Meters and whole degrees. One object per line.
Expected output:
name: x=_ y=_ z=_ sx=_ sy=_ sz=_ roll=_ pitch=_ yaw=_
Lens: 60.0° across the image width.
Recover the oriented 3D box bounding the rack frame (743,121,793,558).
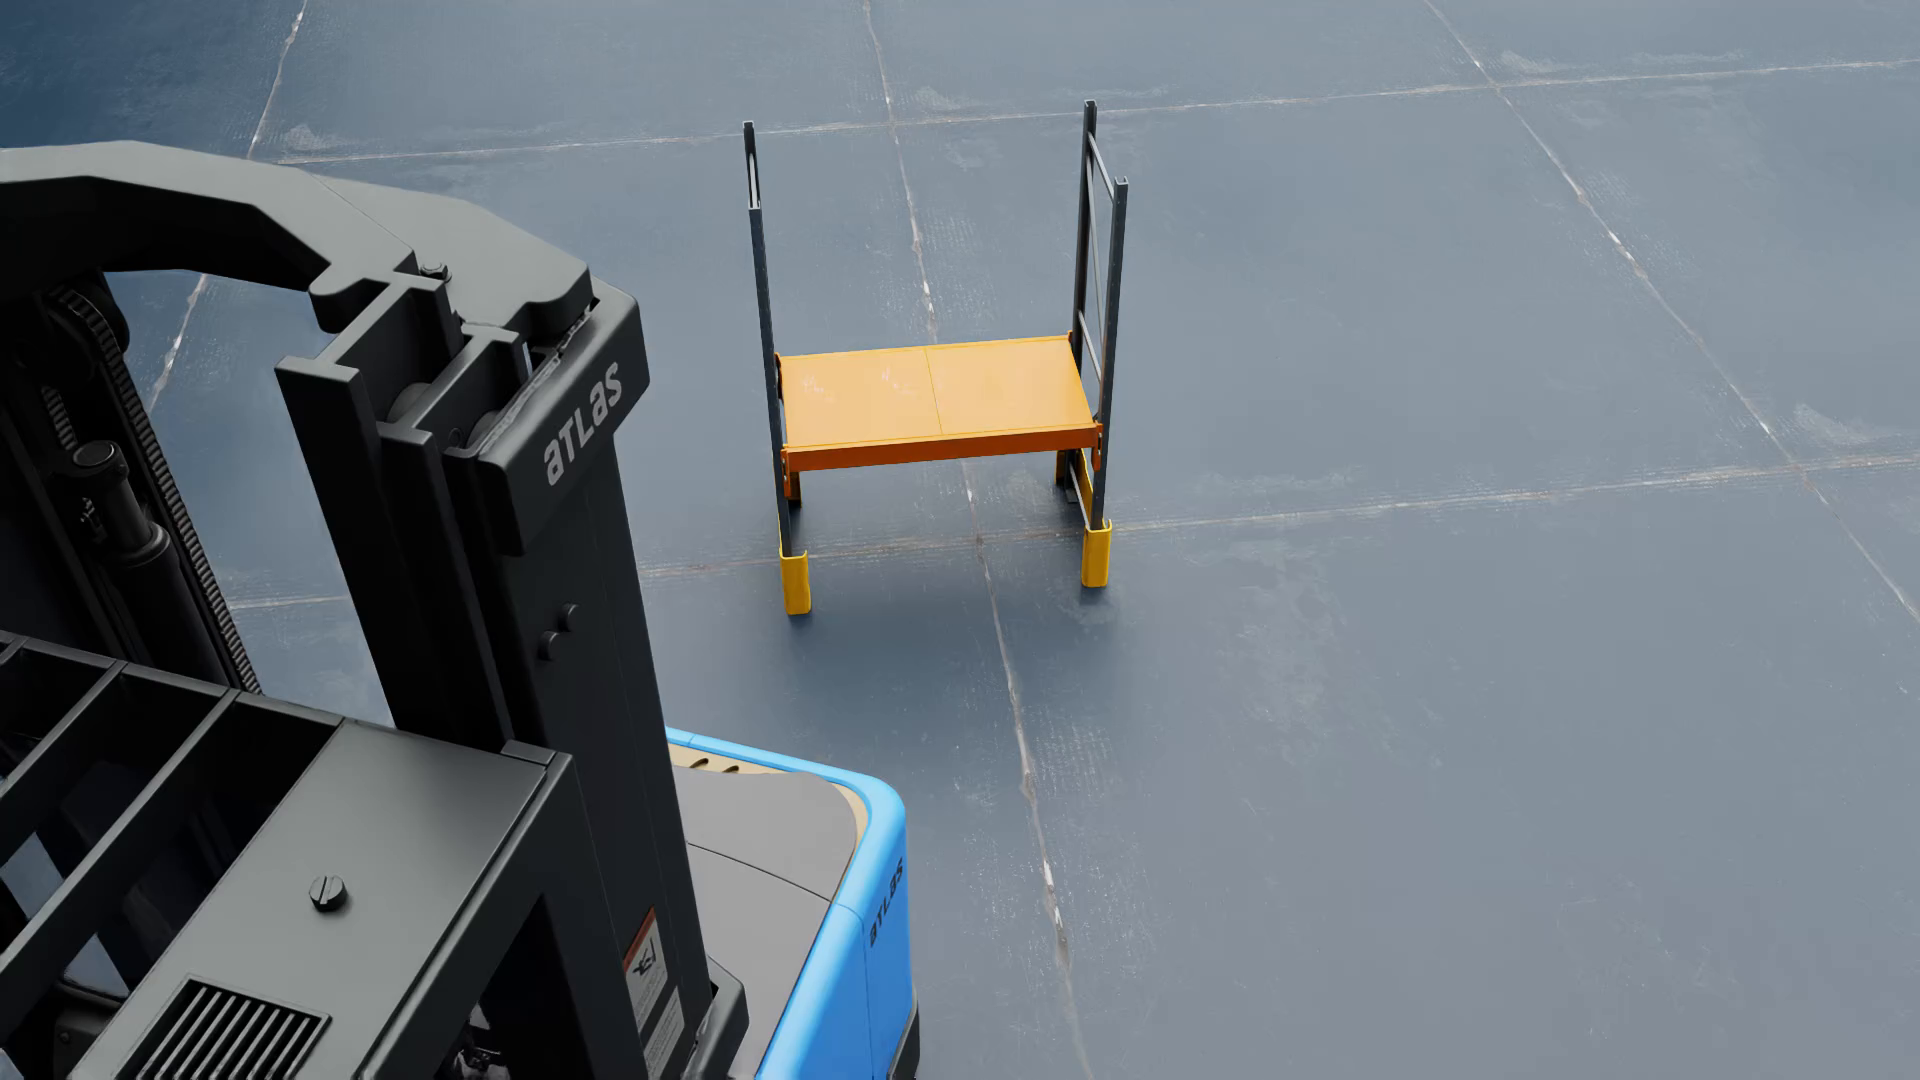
rack frame: x=-0.589 y=-0.505 z=5.191 sx=0.032 sy=1.500 sz=0.500 roll=-5 pitch=42 yaw=-6

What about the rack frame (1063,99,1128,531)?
rack frame: x=0.419 y=-0.594 z=5.288 sx=0.032 sy=1.500 sz=0.500 roll=-5 pitch=42 yaw=-6

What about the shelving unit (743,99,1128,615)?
shelving unit: x=-0.076 y=-0.550 z=5.240 sx=1.083 sy=1.500 sz=0.587 roll=-5 pitch=42 yaw=-6

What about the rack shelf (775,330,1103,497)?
rack shelf: x=-0.085 y=-0.416 z=5.360 sx=1.000 sy=0.185 sz=0.538 roll=-5 pitch=42 yaw=-6

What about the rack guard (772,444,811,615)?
rack guard: x=-0.569 y=-0.043 z=5.611 sx=0.087 sy=0.250 sz=0.587 roll=-5 pitch=42 yaw=-6

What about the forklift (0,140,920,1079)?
forklift: x=-1.021 y=1.082 z=2.362 sx=1.130 sy=2.935 sz=3.031 roll=12 pitch=43 yaw=13

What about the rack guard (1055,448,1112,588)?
rack guard: x=0.418 y=-0.129 z=5.707 sx=0.087 sy=0.250 sz=0.587 roll=-5 pitch=42 yaw=-6
